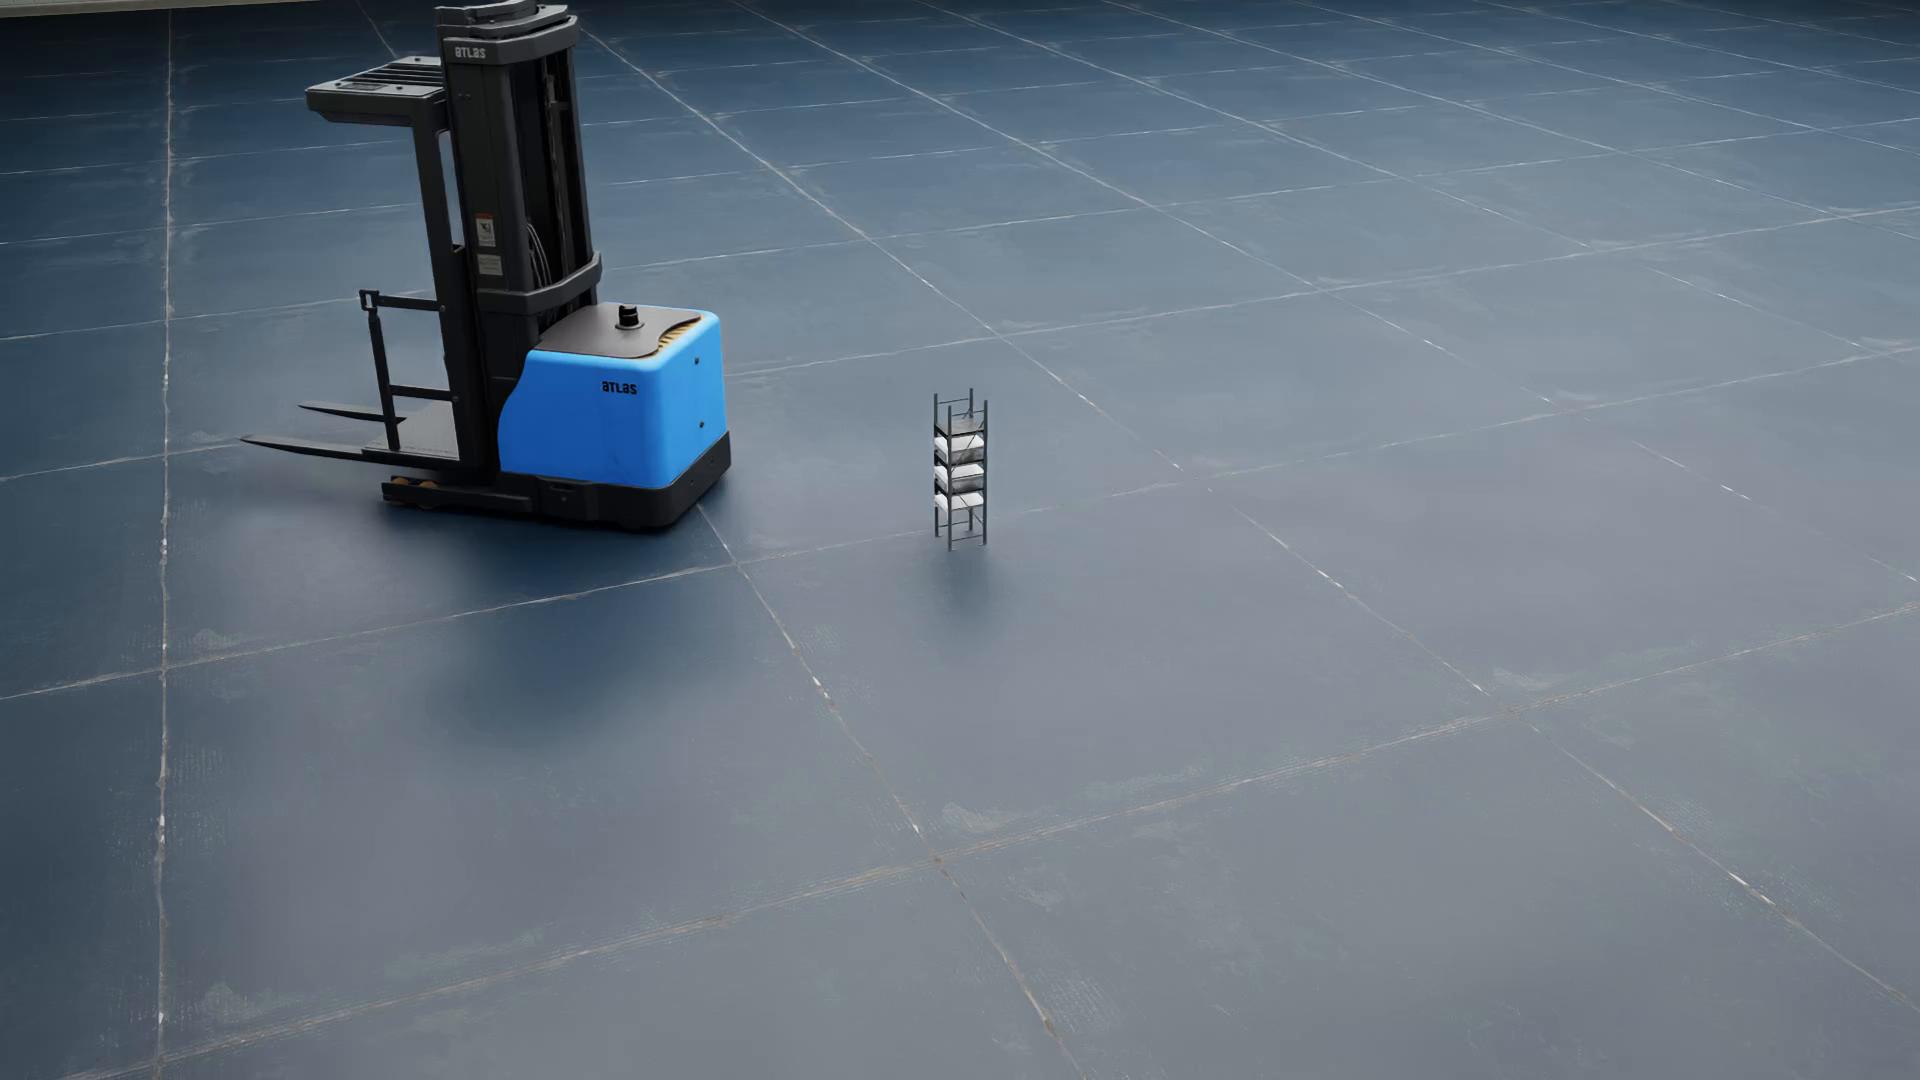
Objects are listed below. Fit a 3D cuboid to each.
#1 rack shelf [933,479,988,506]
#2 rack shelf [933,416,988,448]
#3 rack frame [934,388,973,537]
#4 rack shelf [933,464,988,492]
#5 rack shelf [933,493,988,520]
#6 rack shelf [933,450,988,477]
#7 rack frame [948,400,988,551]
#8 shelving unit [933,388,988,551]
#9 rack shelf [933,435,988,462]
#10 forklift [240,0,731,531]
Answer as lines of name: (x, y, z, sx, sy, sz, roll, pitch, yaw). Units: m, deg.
rack shelf: (0.003, -0.290, 9.600, 0.258, 0.077, 0.200, -11, 28, -21)
rack shelf: (0.003, -0.614, 9.442, 0.258, 0.077, 0.200, -11, 28, -21)
rack frame: (-0.037, -0.442, 9.630, 0.240, 0.900, 0.006, -11, 28, -21)
rack shelf: (0.003, -0.371, 9.560, 0.258, 0.077, 0.200, -11, 28, -21)
rack shelf: (0.003, -0.209, 9.639, 0.258, 0.077, 0.200, -11, 28, -21)
rack shelf: (0.003, -0.452, 9.521, 0.258, 0.077, 0.200, -11, 28, -21)
rack frame: (0.043, -0.360, 9.462, 0.240, 0.900, 0.006, -11, 28, -21)
shelving unit: (0.003, -0.401, 9.546, 0.258, 0.900, 0.210, -11, 28, -21)
rack shelf: (0.003, -0.533, 9.481, 0.258, 0.077, 0.200, -11, 28, -21)
forklift: (-3.028, -1.720, 9.931, 3.031, 2.935, 1.130, 7, 27, 14)
